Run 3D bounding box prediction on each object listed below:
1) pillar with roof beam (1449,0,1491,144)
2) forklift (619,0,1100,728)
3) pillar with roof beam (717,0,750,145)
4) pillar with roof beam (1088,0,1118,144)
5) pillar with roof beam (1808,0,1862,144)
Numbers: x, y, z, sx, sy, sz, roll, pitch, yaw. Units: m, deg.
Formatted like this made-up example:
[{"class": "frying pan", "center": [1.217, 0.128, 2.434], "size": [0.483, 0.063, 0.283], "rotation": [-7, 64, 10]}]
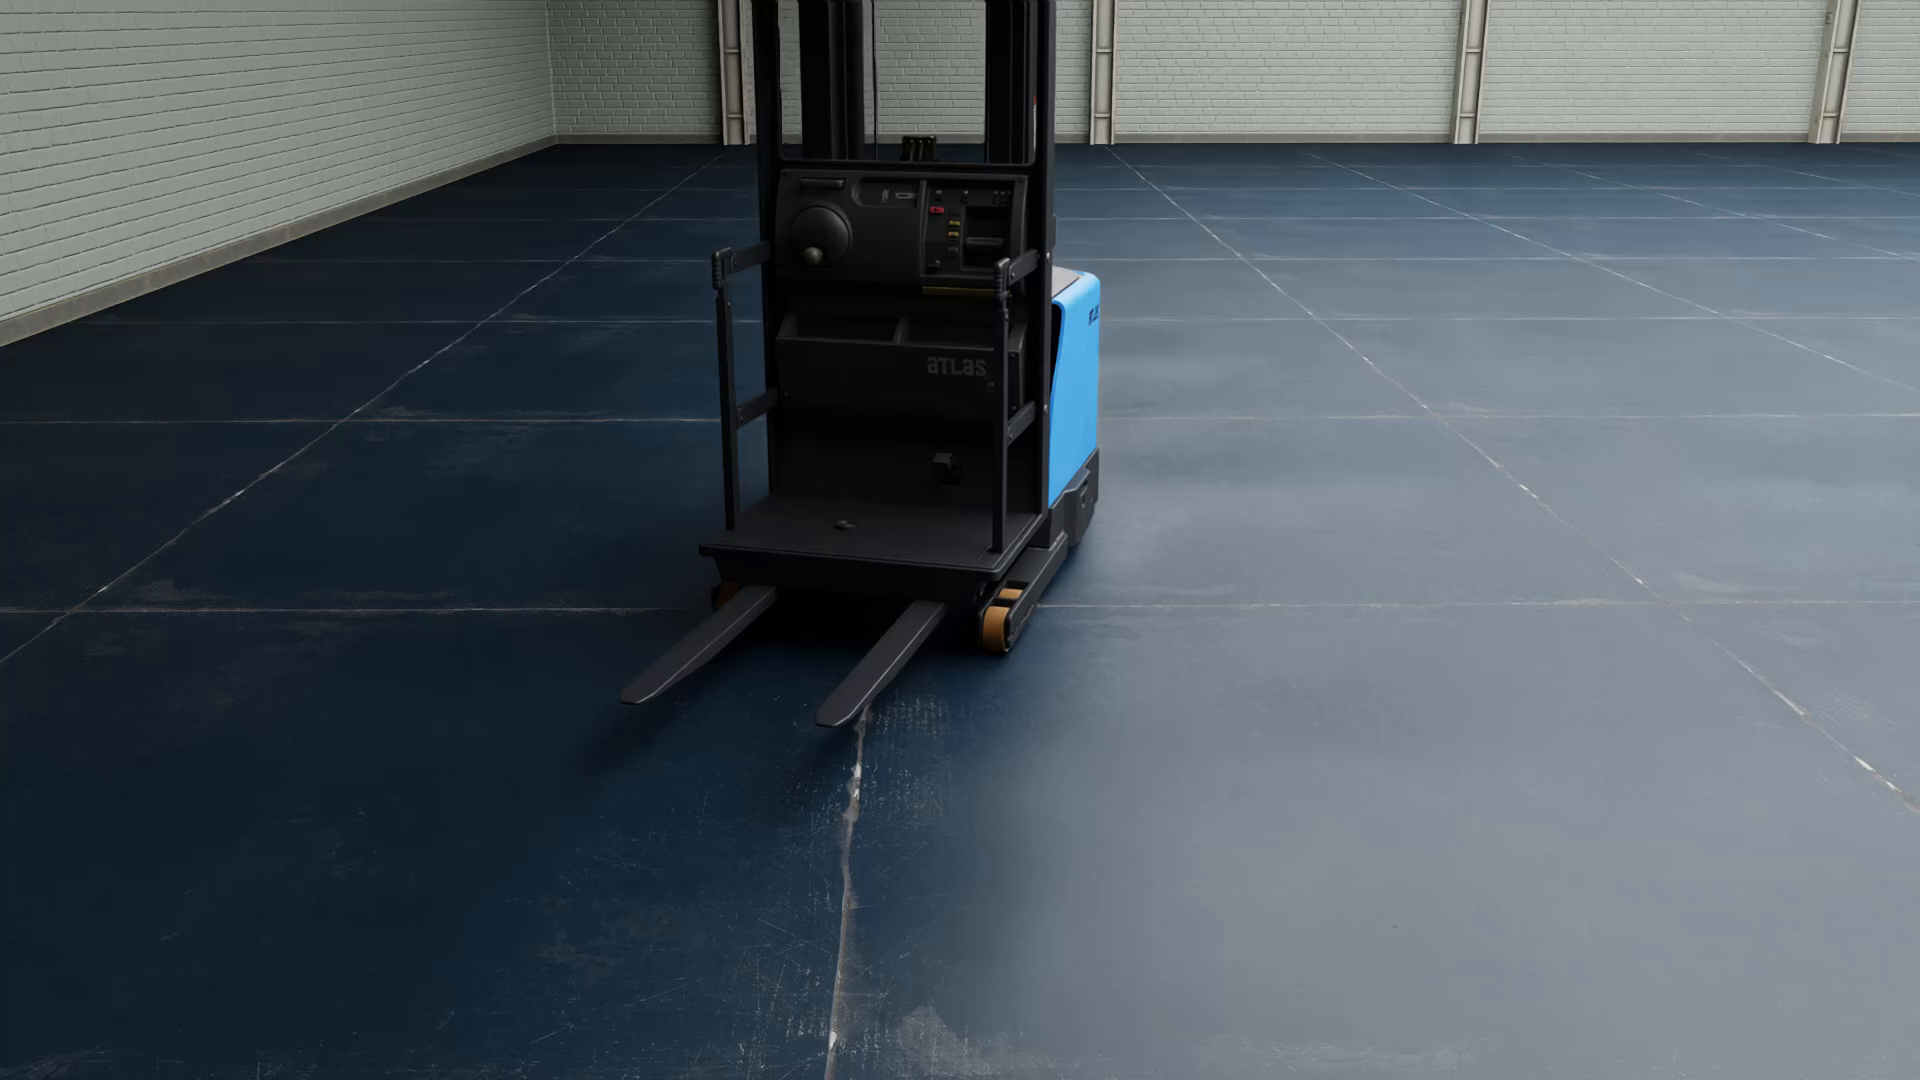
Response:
[{"class": "pillar with roof beam", "center": [8.396, -9.536, 22.043], "size": [0.400, 9.000, 9.100], "rotation": [0, 18, -1]}, {"class": "forklift", "center": [-0.271, -1.132, 5.777], "size": [1.130, 2.935, 3.031], "rotation": [5, 18, 15]}, {"class": "pillar with roof beam", "center": [-3.603, -9.478, 21.863], "size": [0.400, 9.000, 9.100], "rotation": [0, 18, -1]}, {"class": "pillar with roof beam", "center": [2.396, -9.507, 21.953], "size": [0.400, 9.000, 9.100], "rotation": [0, 18, -1]}, {"class": "pillar with roof beam", "center": [14.395, -9.565, 22.133], "size": [0.400, 9.000, 9.100], "rotation": [0, 18, -1]}]
